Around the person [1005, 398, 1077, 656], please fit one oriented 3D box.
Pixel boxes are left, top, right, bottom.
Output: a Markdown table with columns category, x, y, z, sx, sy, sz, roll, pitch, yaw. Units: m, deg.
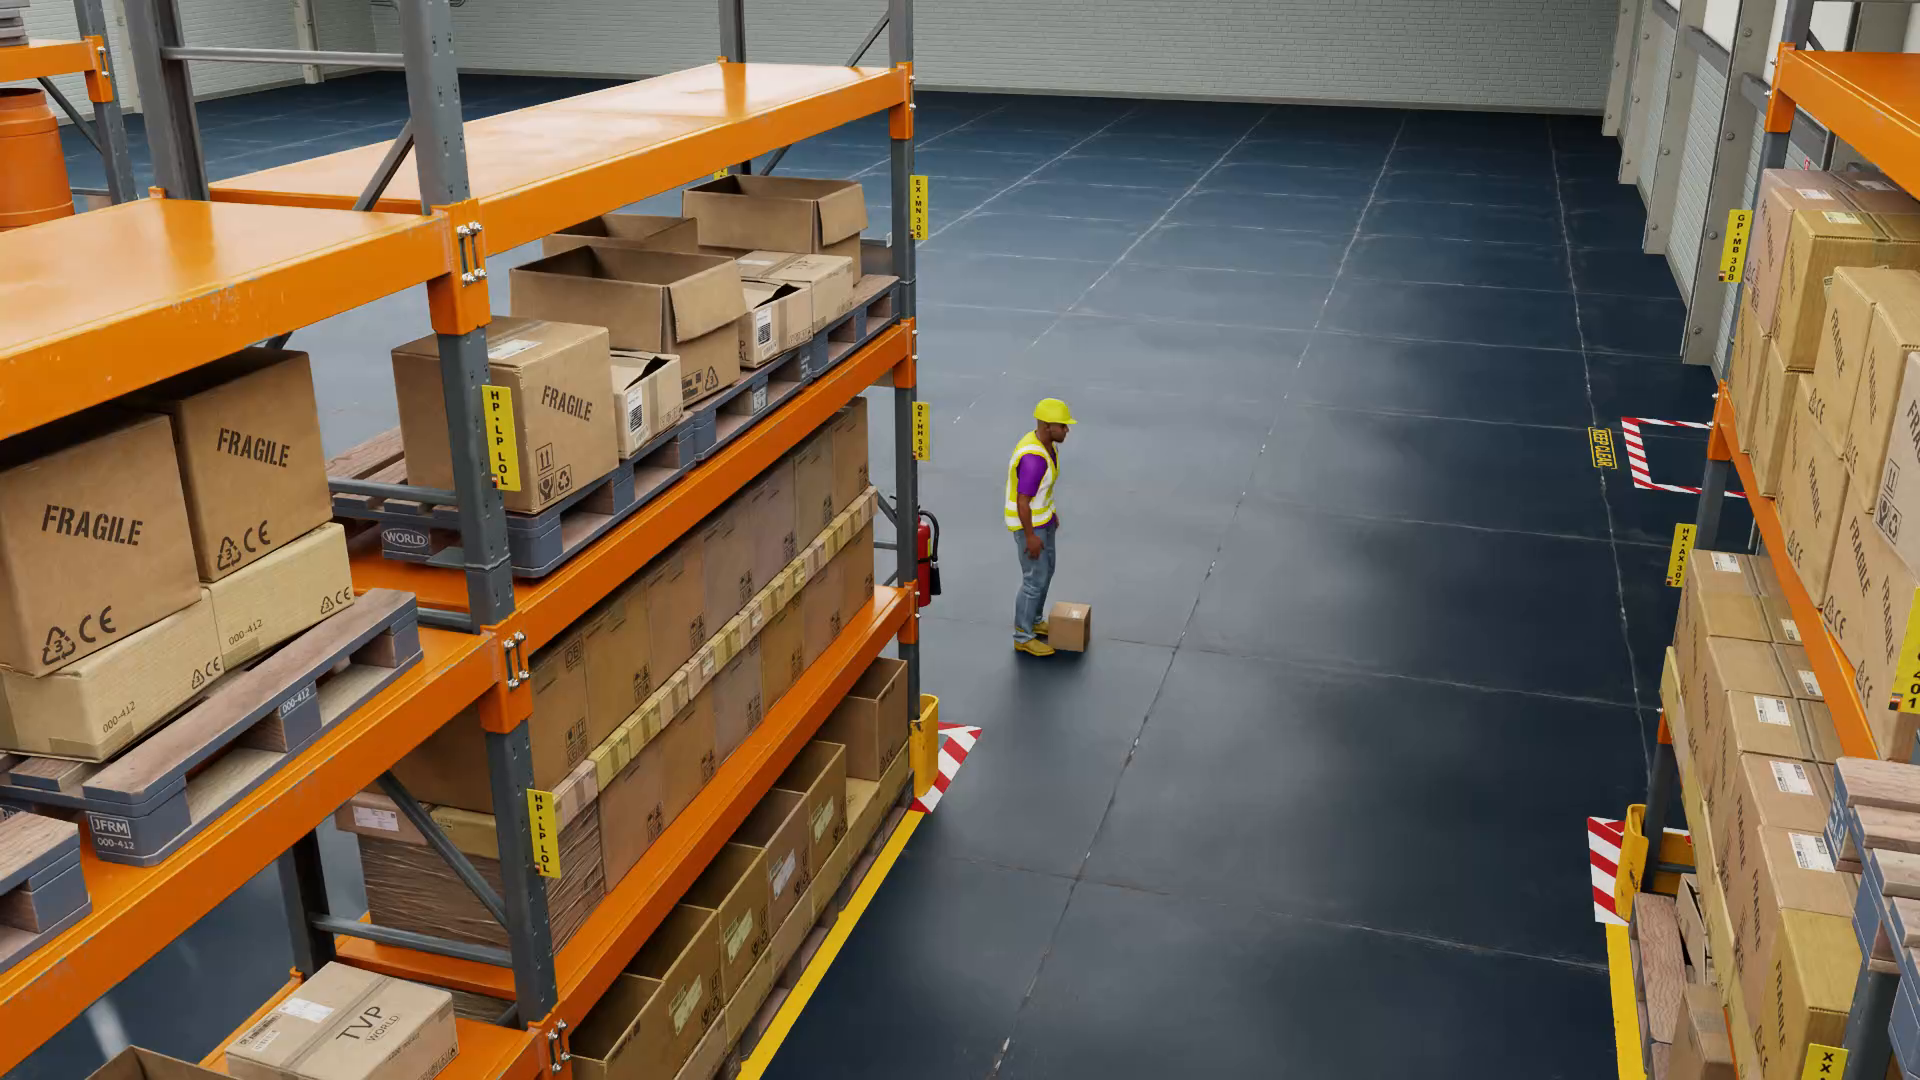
| category | x | y | z | sx | sy | sz | roll | pitch | yaw |
| --- | --- | --- | --- | --- | --- | --- | --- | --- | --- |
| person | 0.547 | -0.114 | 11.353 | 0.462 | 1.757 | 0.629 | 6 | 23 | 15 |
